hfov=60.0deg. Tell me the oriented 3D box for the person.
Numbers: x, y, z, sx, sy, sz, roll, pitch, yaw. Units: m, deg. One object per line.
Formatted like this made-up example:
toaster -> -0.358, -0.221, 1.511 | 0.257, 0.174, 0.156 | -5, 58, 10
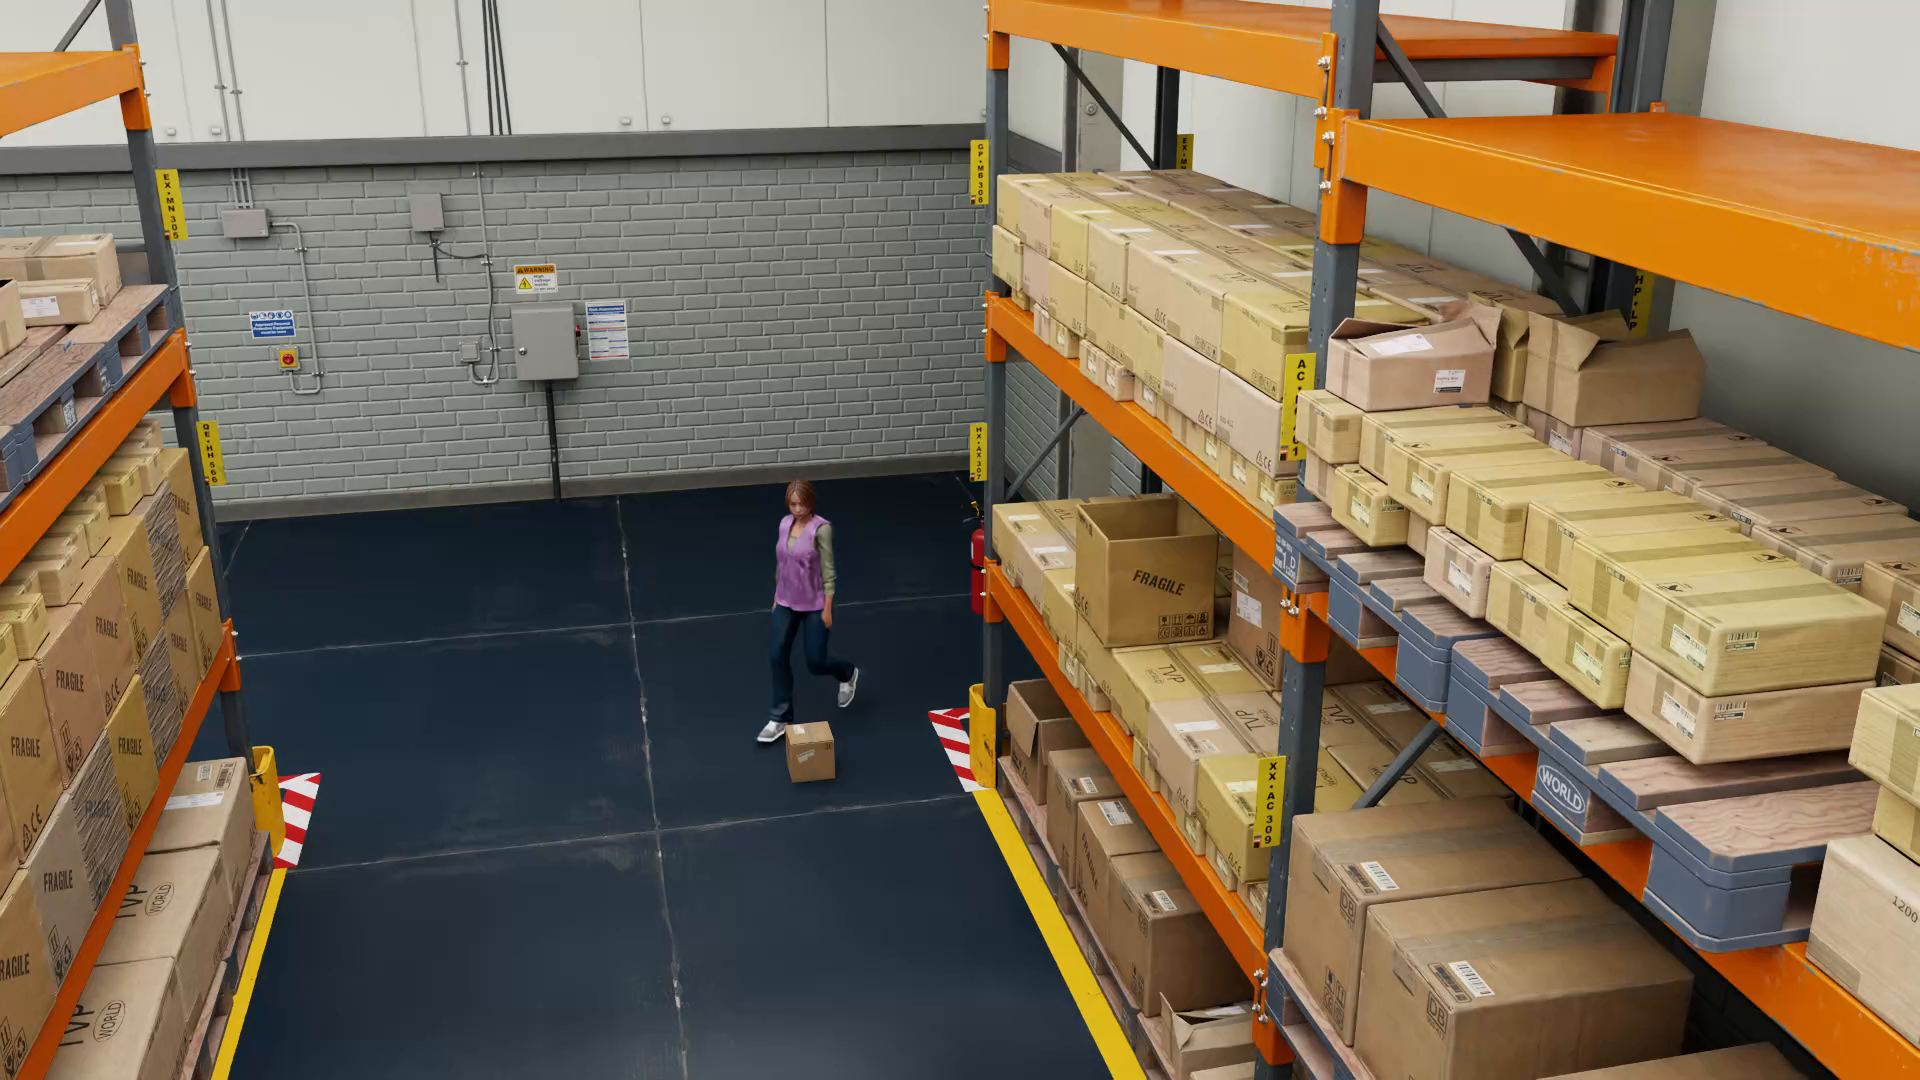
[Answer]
person -> -0.956, 0.399, 9.996 | 0.438, 1.557, 0.762 | 12, 23, 29
